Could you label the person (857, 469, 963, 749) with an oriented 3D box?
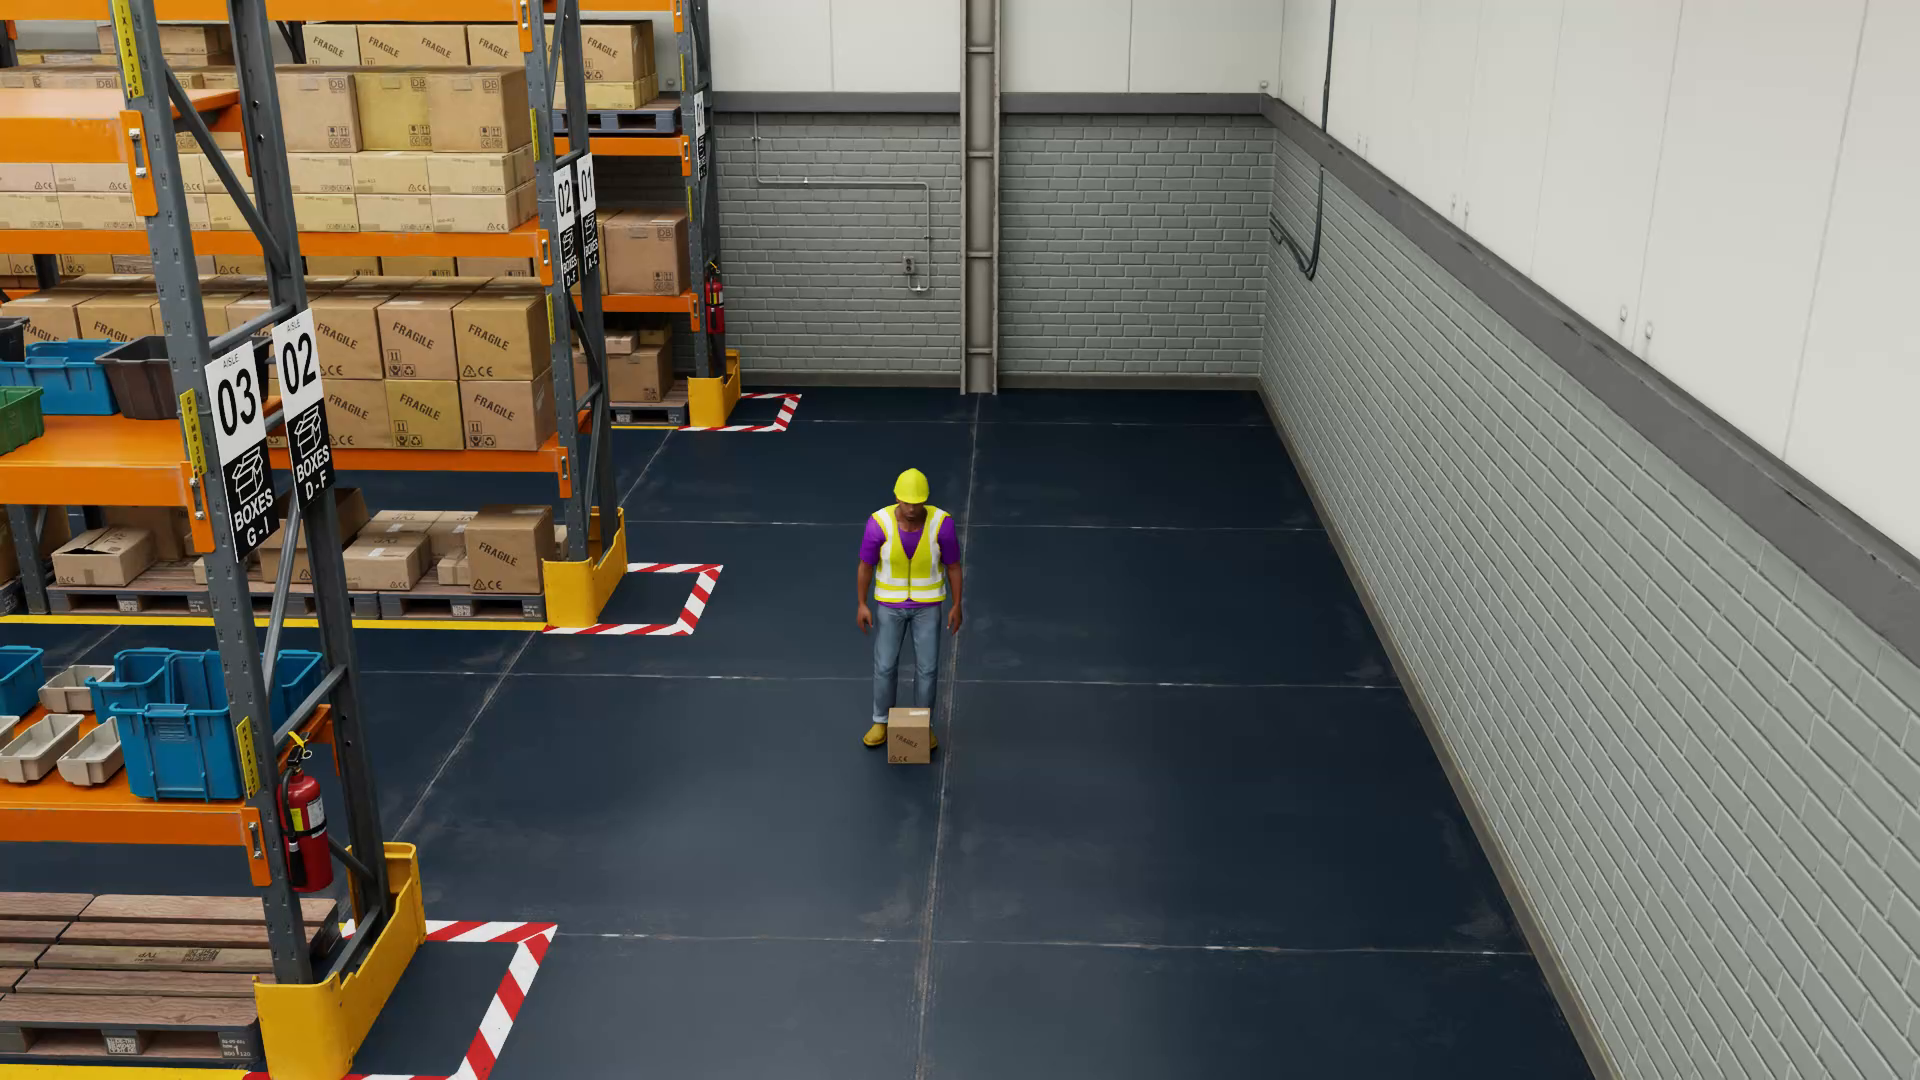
[{"bbox_3d":[-0.302,0.397,9.999,0.638,1.761,0.457,0,21,0],"label":"person"}]
